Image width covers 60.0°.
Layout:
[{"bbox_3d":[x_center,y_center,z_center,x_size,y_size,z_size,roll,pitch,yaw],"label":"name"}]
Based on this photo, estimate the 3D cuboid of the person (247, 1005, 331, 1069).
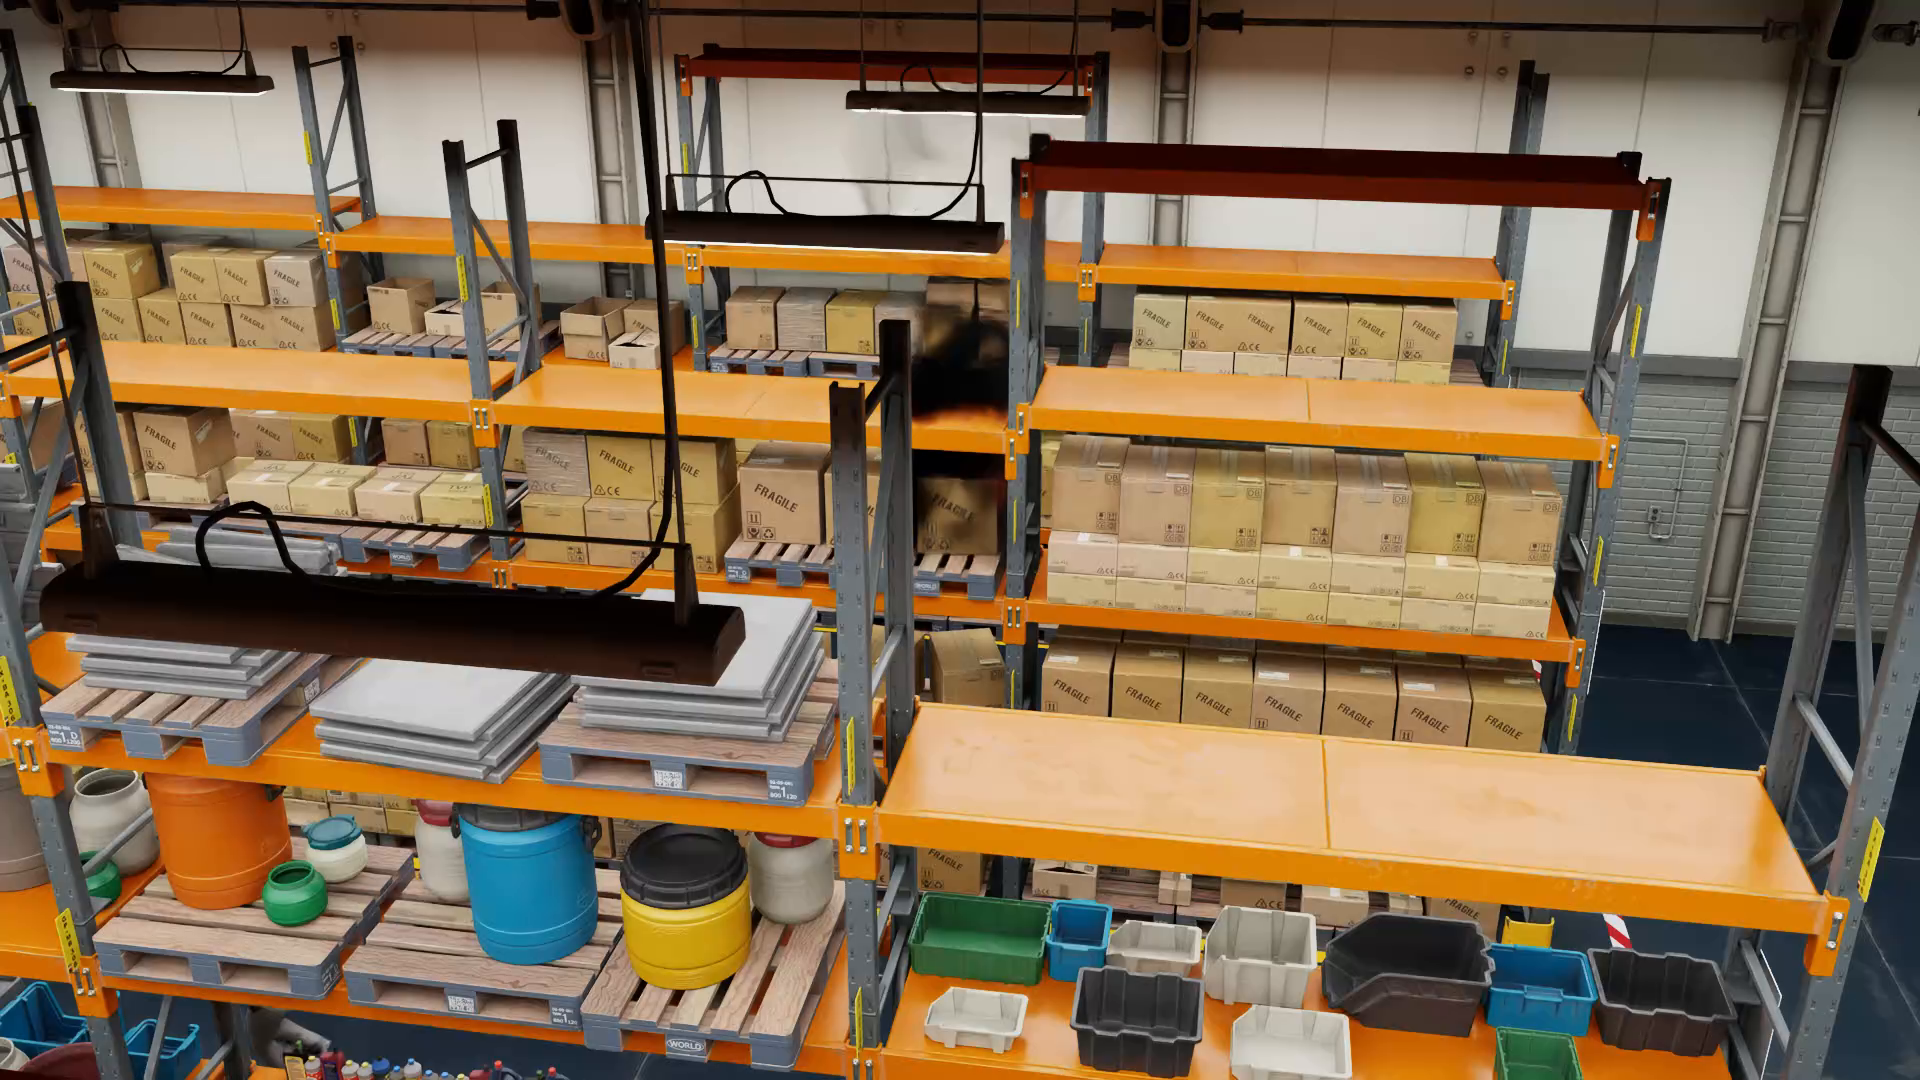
[{"bbox_3d":[-4.602,3.034,11.131,0.555,1.660,0.582,4,23,10],"label":"person"}]
